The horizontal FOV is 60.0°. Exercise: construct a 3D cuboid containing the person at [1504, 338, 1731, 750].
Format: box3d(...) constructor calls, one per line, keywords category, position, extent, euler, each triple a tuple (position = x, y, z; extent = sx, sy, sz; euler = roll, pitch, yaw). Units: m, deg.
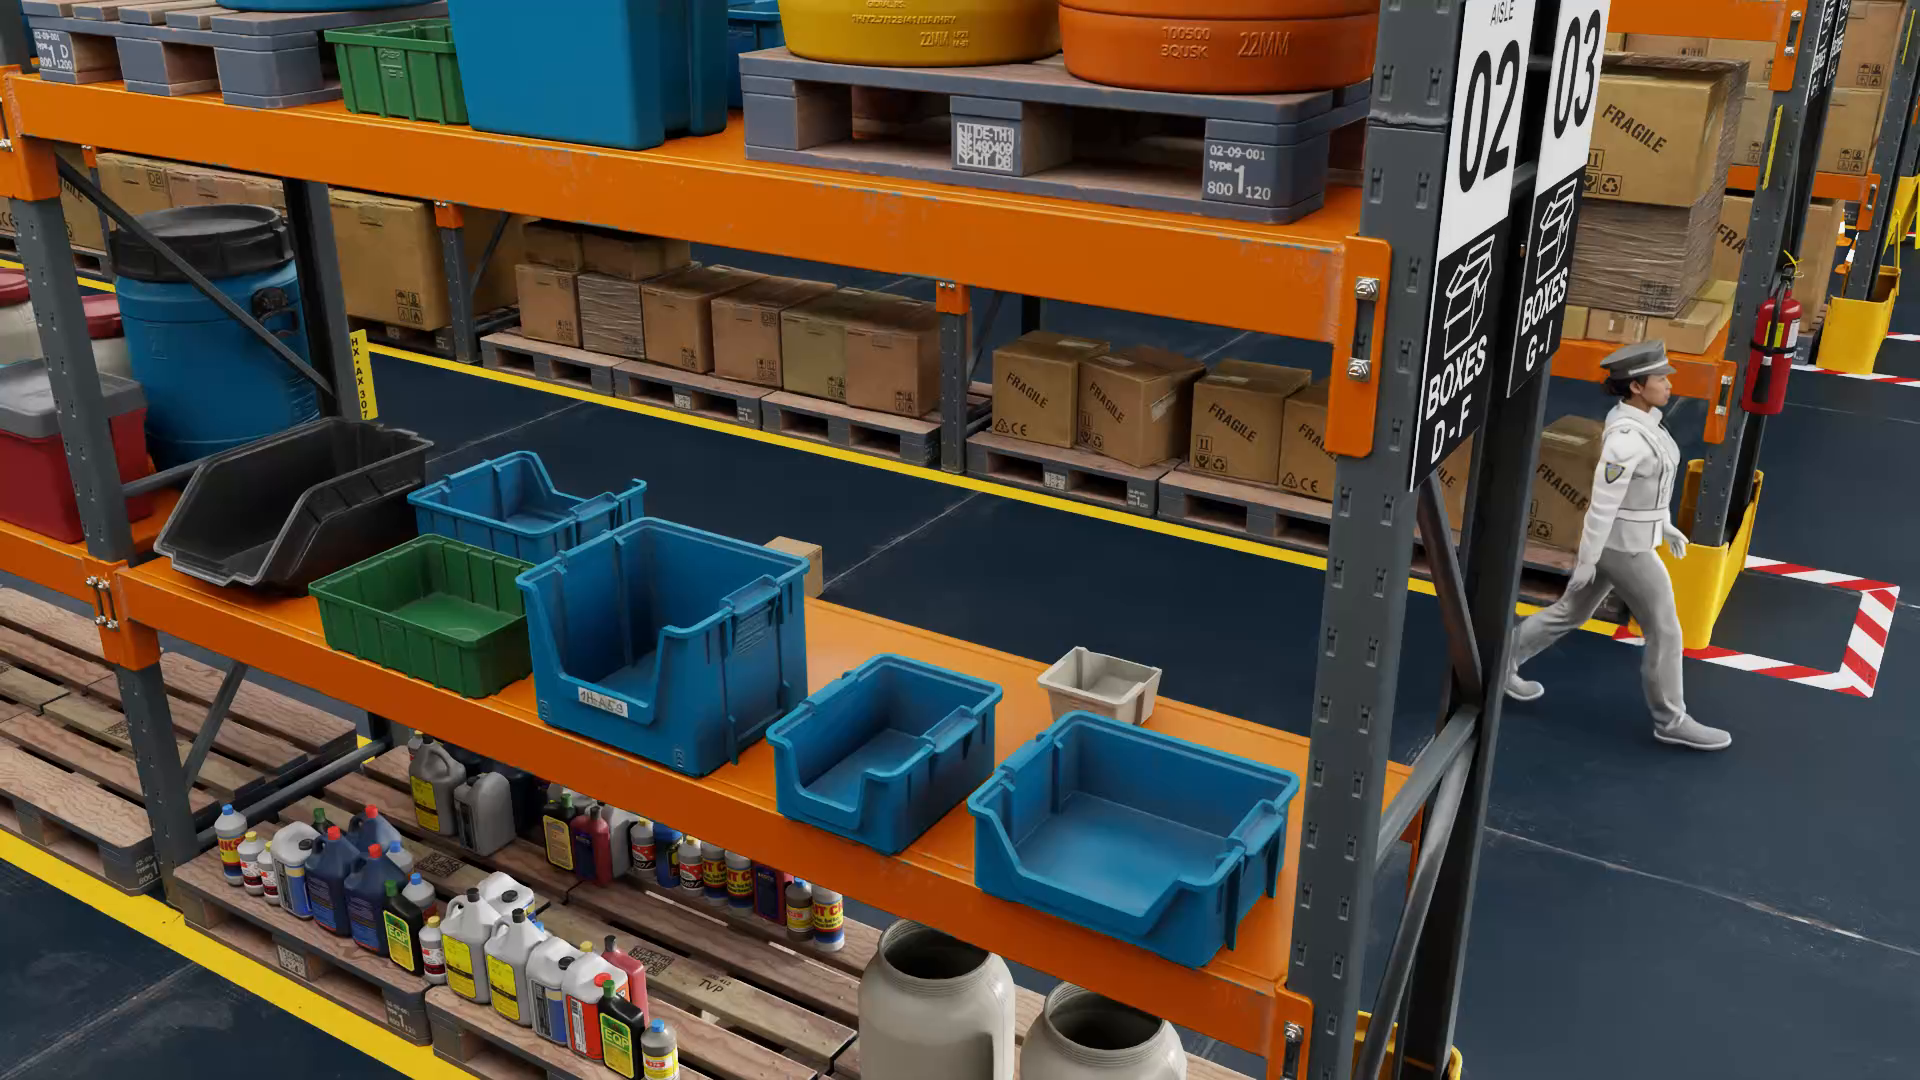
box3d(category="person", position=(2.643, -0.013, 6.579), extent=(0.998, 1.638, 0.481), euler=(7, 24, 16))
